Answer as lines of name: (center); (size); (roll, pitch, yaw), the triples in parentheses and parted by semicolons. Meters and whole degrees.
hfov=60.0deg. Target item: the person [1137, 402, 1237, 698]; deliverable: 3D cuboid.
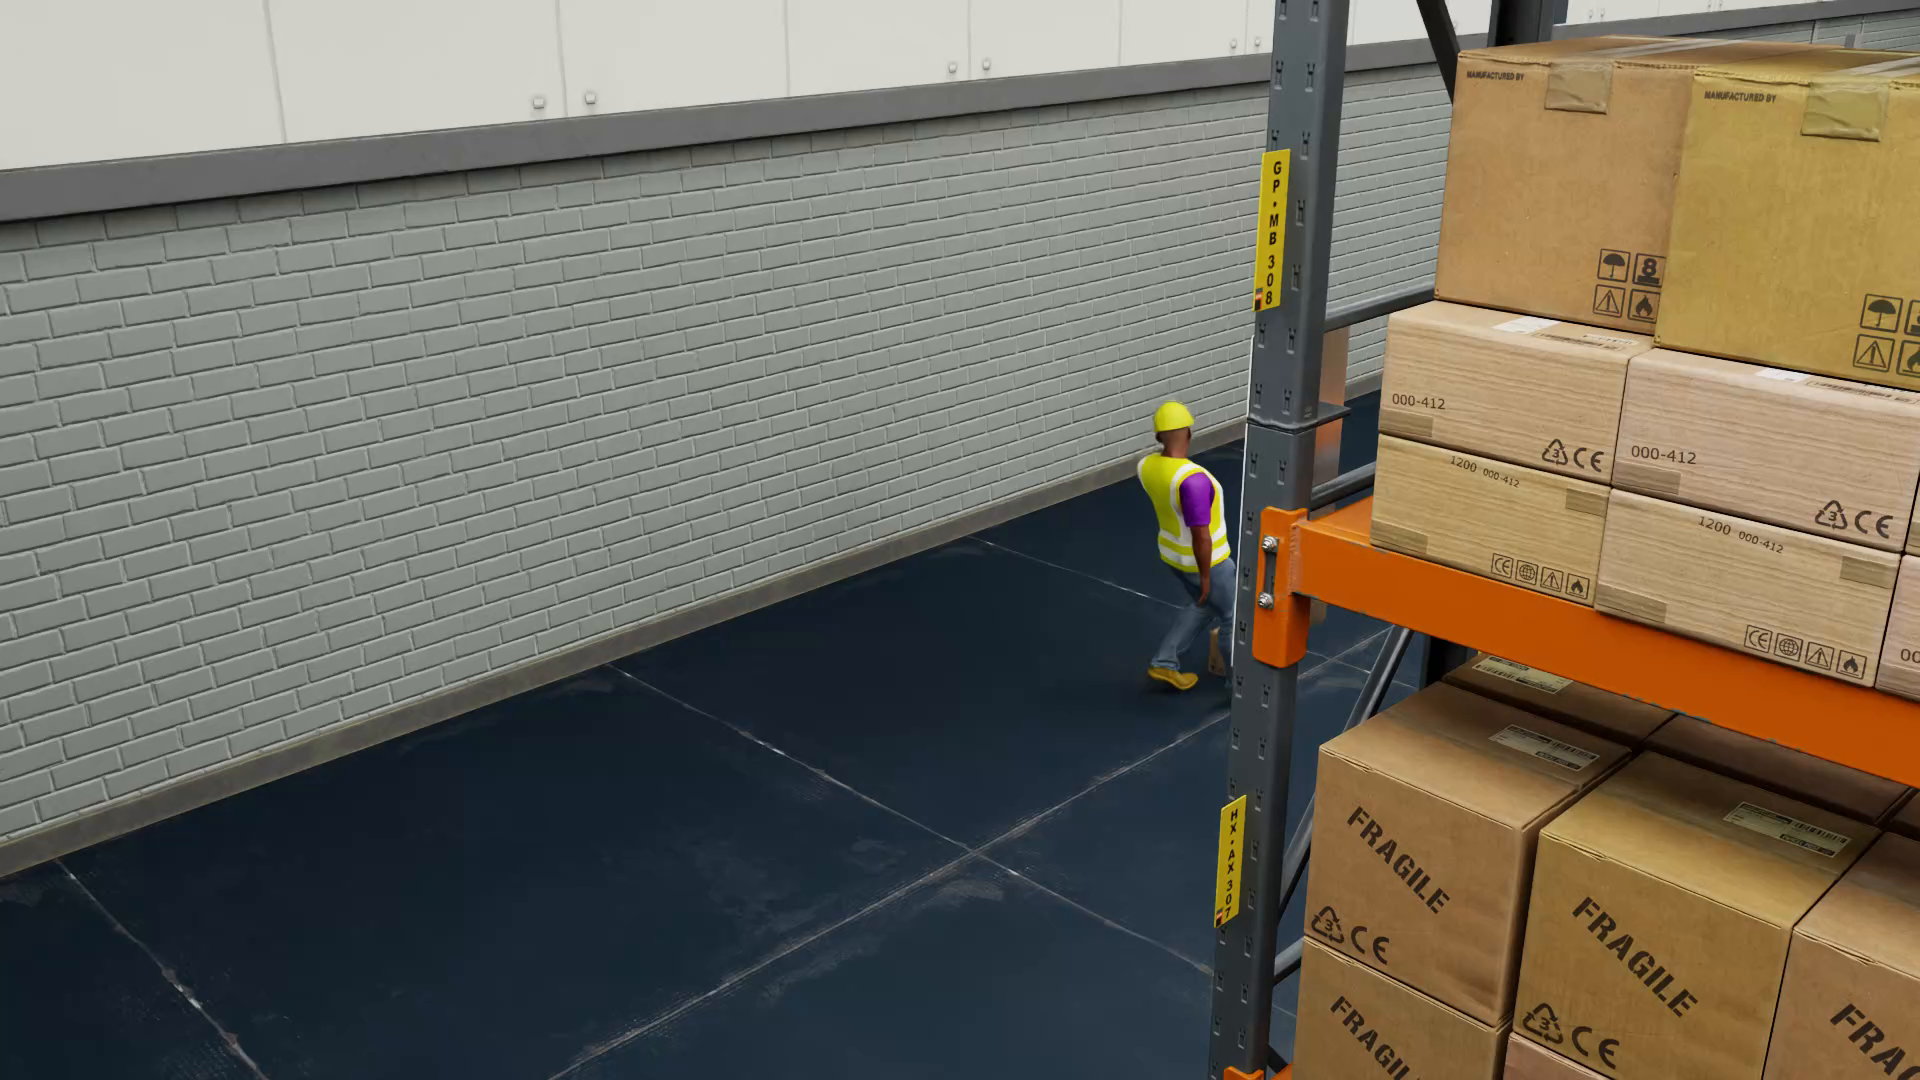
person: (1.367, 0.058, 8.974); (0.785, 1.704, 0.597); (-9, 22, -23)
